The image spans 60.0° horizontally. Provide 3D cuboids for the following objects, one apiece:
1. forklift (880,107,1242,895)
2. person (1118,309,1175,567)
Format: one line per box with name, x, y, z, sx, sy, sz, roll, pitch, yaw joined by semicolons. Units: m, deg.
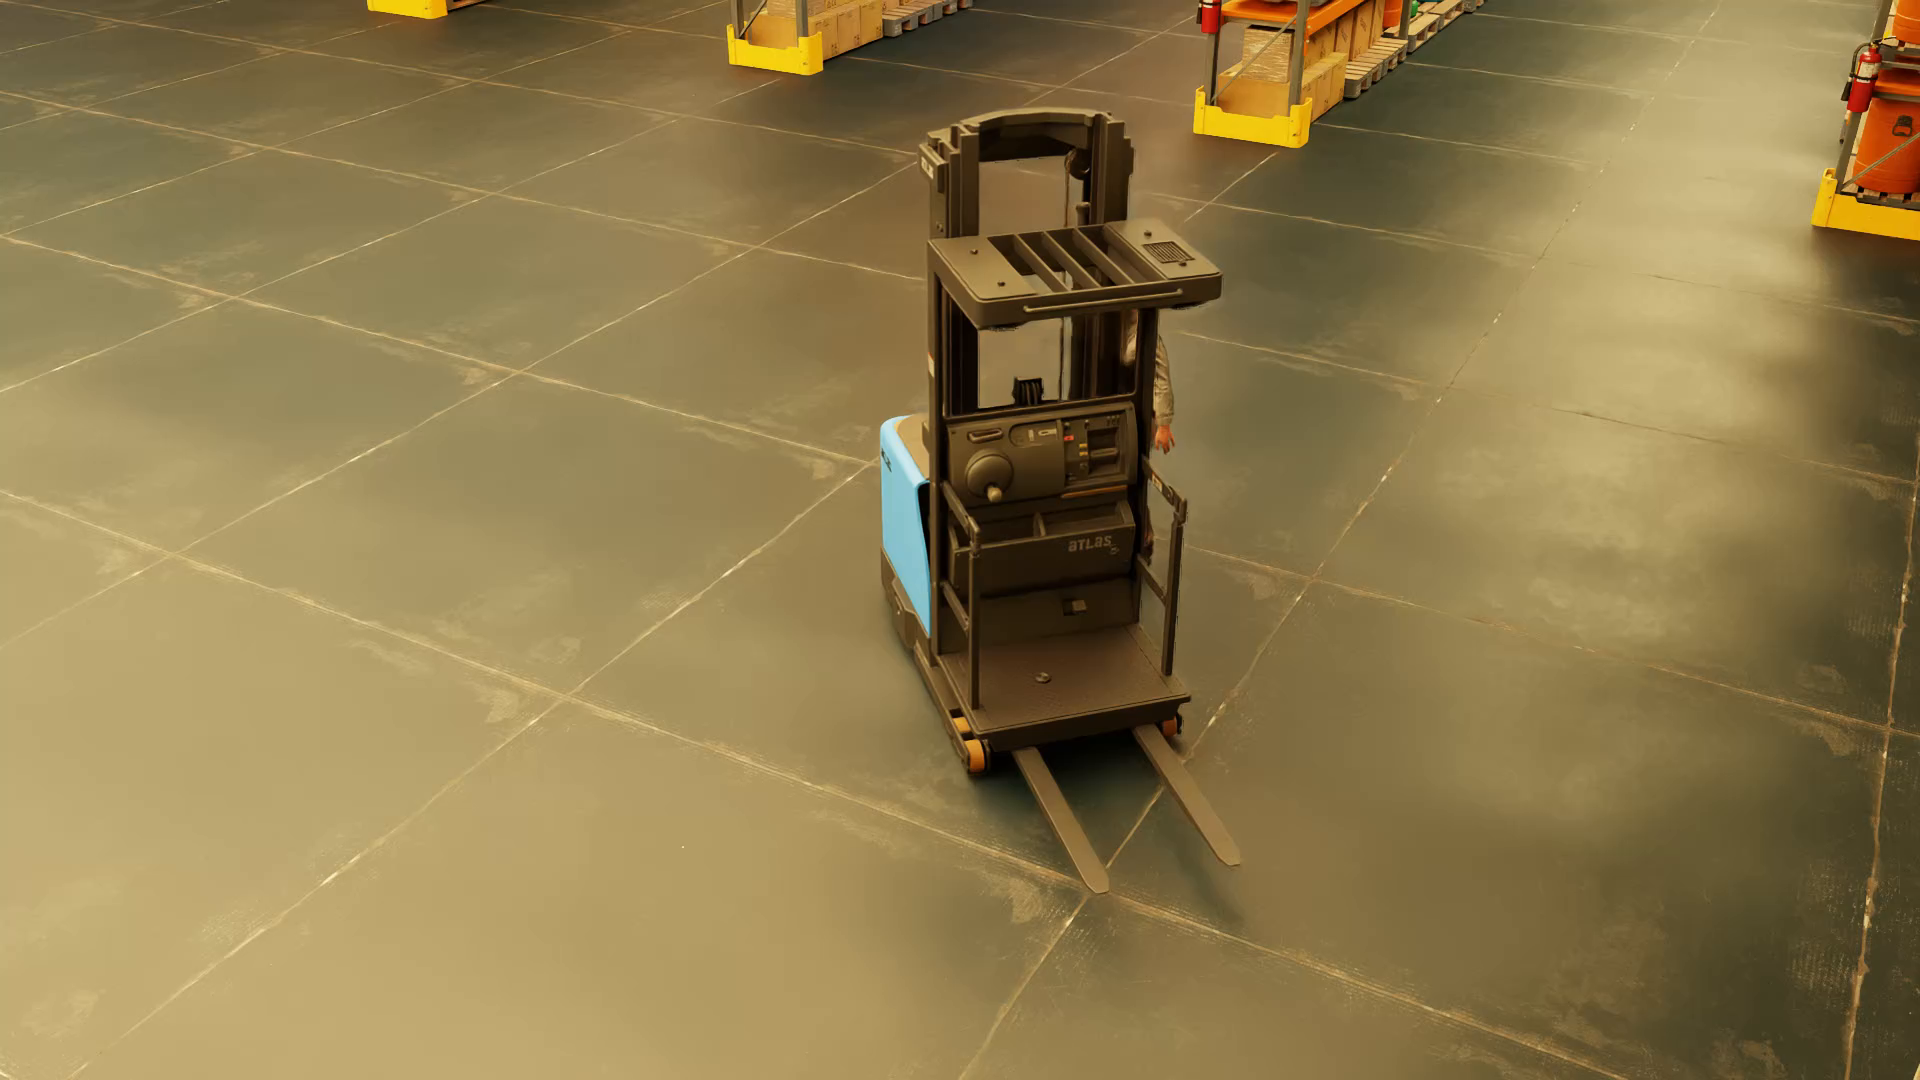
forklift;0.461;-0.362;7.698;1.130;2.935;3.031;-8;31;-14
person;0.968;-0.720;9.569;0.409;1.693;0.849;-14;33;-23
